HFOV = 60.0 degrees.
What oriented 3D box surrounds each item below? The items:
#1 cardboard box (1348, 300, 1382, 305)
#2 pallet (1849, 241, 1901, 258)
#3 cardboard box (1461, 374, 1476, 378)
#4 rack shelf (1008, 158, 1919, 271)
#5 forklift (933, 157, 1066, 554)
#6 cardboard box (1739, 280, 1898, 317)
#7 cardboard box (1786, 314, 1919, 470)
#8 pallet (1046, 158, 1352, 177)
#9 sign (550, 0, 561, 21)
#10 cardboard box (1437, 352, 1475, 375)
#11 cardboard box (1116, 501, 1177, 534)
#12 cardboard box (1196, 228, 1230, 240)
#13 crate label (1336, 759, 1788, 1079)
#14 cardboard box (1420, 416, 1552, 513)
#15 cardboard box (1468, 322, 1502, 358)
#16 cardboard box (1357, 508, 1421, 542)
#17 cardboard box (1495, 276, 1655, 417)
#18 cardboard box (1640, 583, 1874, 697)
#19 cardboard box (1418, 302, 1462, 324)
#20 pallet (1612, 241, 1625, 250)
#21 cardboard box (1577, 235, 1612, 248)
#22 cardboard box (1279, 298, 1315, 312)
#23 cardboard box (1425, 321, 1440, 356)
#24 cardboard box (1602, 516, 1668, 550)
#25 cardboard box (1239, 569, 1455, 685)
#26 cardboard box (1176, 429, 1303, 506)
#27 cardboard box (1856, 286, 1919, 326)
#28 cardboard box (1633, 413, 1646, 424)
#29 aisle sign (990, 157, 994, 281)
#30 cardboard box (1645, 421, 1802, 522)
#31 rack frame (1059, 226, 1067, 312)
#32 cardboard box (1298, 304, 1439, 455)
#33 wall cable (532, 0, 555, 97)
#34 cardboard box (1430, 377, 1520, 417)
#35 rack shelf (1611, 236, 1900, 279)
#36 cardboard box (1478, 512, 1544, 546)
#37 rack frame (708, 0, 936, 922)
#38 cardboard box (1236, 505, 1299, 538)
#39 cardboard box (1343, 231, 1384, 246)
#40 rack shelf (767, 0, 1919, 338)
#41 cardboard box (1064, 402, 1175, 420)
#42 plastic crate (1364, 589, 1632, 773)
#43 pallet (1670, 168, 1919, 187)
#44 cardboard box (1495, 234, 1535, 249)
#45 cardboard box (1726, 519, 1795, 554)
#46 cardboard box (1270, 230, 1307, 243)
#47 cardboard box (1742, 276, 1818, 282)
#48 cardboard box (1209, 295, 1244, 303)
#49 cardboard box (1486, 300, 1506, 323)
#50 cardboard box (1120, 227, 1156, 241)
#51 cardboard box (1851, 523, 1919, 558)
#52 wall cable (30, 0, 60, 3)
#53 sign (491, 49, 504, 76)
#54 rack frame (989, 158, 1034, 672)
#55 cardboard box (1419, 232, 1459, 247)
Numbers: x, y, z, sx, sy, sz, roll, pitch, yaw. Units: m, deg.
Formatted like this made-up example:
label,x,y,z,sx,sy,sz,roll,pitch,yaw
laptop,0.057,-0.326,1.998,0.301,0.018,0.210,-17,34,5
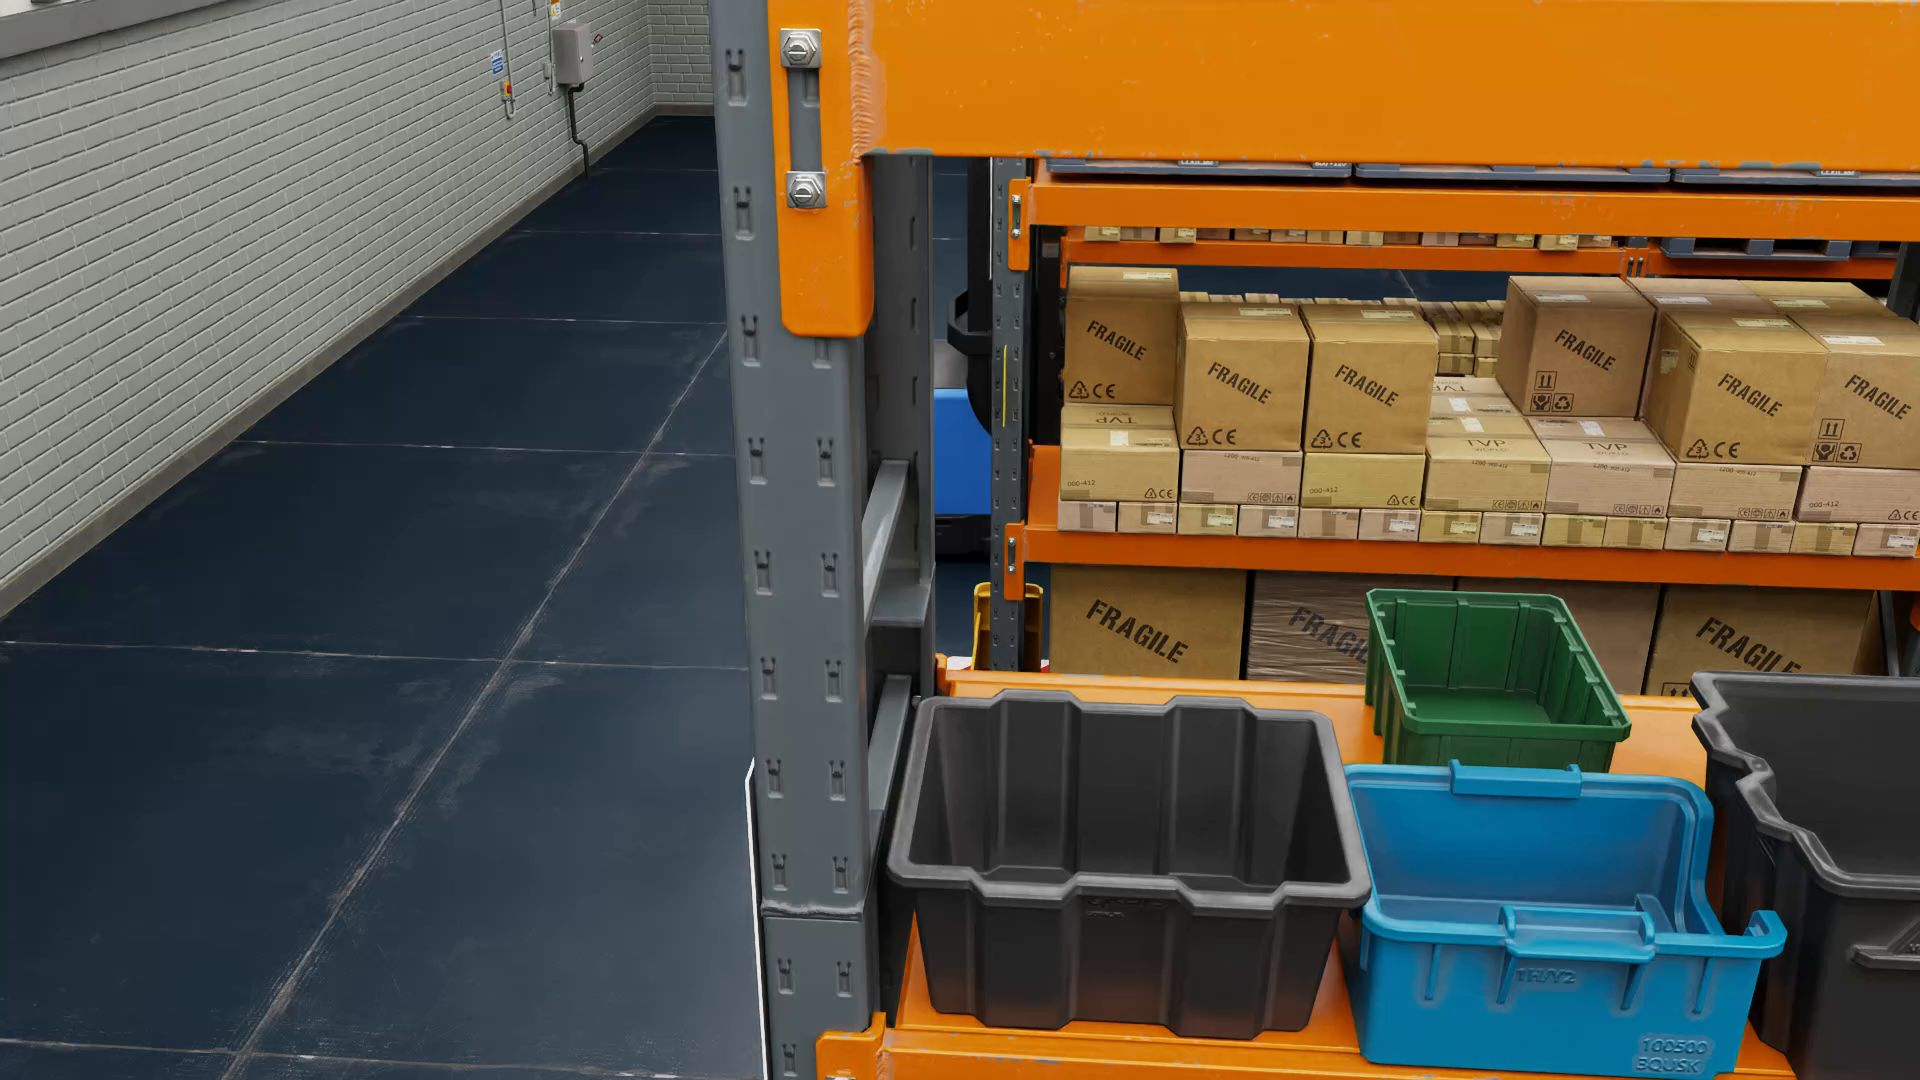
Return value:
label,x,y,z,sx,sy,sz,roll,pitch,yaw
cardboard box,3.062,-1.677,12.503,0.250,0.149,0.380,1,25,2
pallet,6.714,-2.209,11.691,1.213,0.211,1.003,2,25,4
cardboard box,3.765,-1.168,12.109,0.250,0.149,0.380,1,25,2
rack shelf,2.229,-1.413,7.005,4.000,0.370,1.077,2,25,4
forklift,0.755,-1.417,9.822,3.031,2.935,1.130,0,25,0
cardboard box,3.765,-0.843,7.420,0.500,0.500,0.500,2,25,4
cardboard box,3.744,-0.624,6.945,0.500,0.500,0.500,3,25,6
pallet,0.975,-1.744,6.970,1.213,0.211,1.003,2,25,4
sign,-4.535,-5.972,18.652,0.001,0.242,0.339,2,25,4
cardboard box,3.583,-1.339,12.125,0.250,0.149,0.380,2,25,4
cardboard box,0.819,-0.171,7.333,0.250,0.149,0.380,1,25,3
cardboard box,1.803,-2.271,11.898,0.250,0.149,0.380,3,25,6
crate label,0.750,0.492,2.182,0.502,0.251,0.408,2,25,4
cardboard box,2.232,-0.335,7.212,0.500,0.250,0.500,1,25,3
cardboard box,3.822,-1.443,11.994,0.250,0.149,0.380,2,25,4
cardboard box,1.845,-0.138,7.263,0.250,0.149,0.380,2,25,3
cardboard box,2.755,-0.877,7.493,0.500,0.500,0.500,1,25,2
cardboard box,3.571,0.407,7.817,0.875,0.875,0.875,2,25,4
cardboard box,3.588,-1.661,12.467,0.250,0.149,0.380,1,25,3
pallet,6.976,-3.146,16.834,1.213,0.211,1.003,2,25,4
cardboard box,4.400,-2.175,11.689,0.250,0.149,0.380,2,25,3
cardboard box,2.556,-1.698,12.548,0.250,0.149,0.380,1,25,2
cardboard box,3.292,-1.454,12.018,0.250,0.149,0.380,1,25,1
cardboard box,2.867,-0.105,7.191,0.250,0.149,0.380,2,25,5
cardboard box,1.786,0.349,7.942,0.875,0.875,0.875,2,25,4
cardboard box,1.211,-0.367,7.282,0.500,0.250,0.500,2,25,3
cardboard box,6.459,-1.605,11.741,0.500,0.250,0.500,3,25,6
cardboard box,3.279,-0.523,7.621,0.500,0.250,0.500,2,25,4
aisle sign,0.140,-1.500,6.811,0.004,0.787,0.394,2,25,4
cardboard box,3.246,-0.301,7.139,0.500,0.250,0.500,3,25,6
rack frame,0.715,-2.505,12.106,0.127,3.000,1.000,2,25,4
cardboard box,1.708,-0.691,7.090,0.500,0.500,0.500,1,25,3
wall cable,-4.534,-5.795,18.041,0.122,1.984,0.588,2,25,4
cardboard box,2.271,-0.556,7.693,0.500,0.250,0.500,2,25,4
rack shelf,6.697,-1.987,11.840,4.000,0.370,1.077,2,25,4
cardboard box,2.358,-0.122,7.227,0.250,0.149,0.380,2,25,5
rack frame,-0.145,-1.102,1.881,0.127,3.000,1.000,2,25,4
cardboard box,1.334,-0.155,7.299,0.250,0.149,0.380,1,25,3
cardboard box,2.836,-2.195,11.732,0.250,0.149,0.380,2,25,5
rack shelf,1.849,-0.530,1.975,4.000,0.370,1.077,2,25,4
cardboard box,0.738,-0.603,7.797,0.500,0.250,0.500,1,25,3
plastic crate,0.860,0.269,2.742,0.336,0.188,0.450,2,25,4
pallet,3.408,-1.666,6.801,1.213,0.211,1.003,2,25,4
cardboard box,3.873,-2.171,11.681,0.250,0.149,0.380,3,25,6
cardboard box,3.381,-0.089,7.155,0.250,0.149,0.380,1,25,3
cardboard box,2.315,-2.233,11.814,0.250,0.149,0.380,1,25,3
cardboard box,5.977,-1.833,12.236,0.500,0.250,0.500,3,25,6
cardboard box,2.030,-1.738,12.635,0.250,0.149,0.380,1,25,2
cardboard box,4.105,-1.674,12.496,0.250,0.149,0.380,3,25,7
cardboard box,1.270,-2.253,11.859,0.250,0.149,0.380,3,25,6
cardboard box,3.894,-0.072,7.120,0.250,0.149,0.380,2,25,4
wall cable,-5.140,-6.246,9.209,0.120,5.999,2.277,2,25,4
sign,-4.696,-4.847,16.872,0.001,0.218,0.327,2,25,4
rack frame,0.234,-0.441,7.621,0.127,3.000,1.000,2,25,4
cardboard box,3.345,-2.186,11.713,0.250,0.149,0.380,1,25,2
